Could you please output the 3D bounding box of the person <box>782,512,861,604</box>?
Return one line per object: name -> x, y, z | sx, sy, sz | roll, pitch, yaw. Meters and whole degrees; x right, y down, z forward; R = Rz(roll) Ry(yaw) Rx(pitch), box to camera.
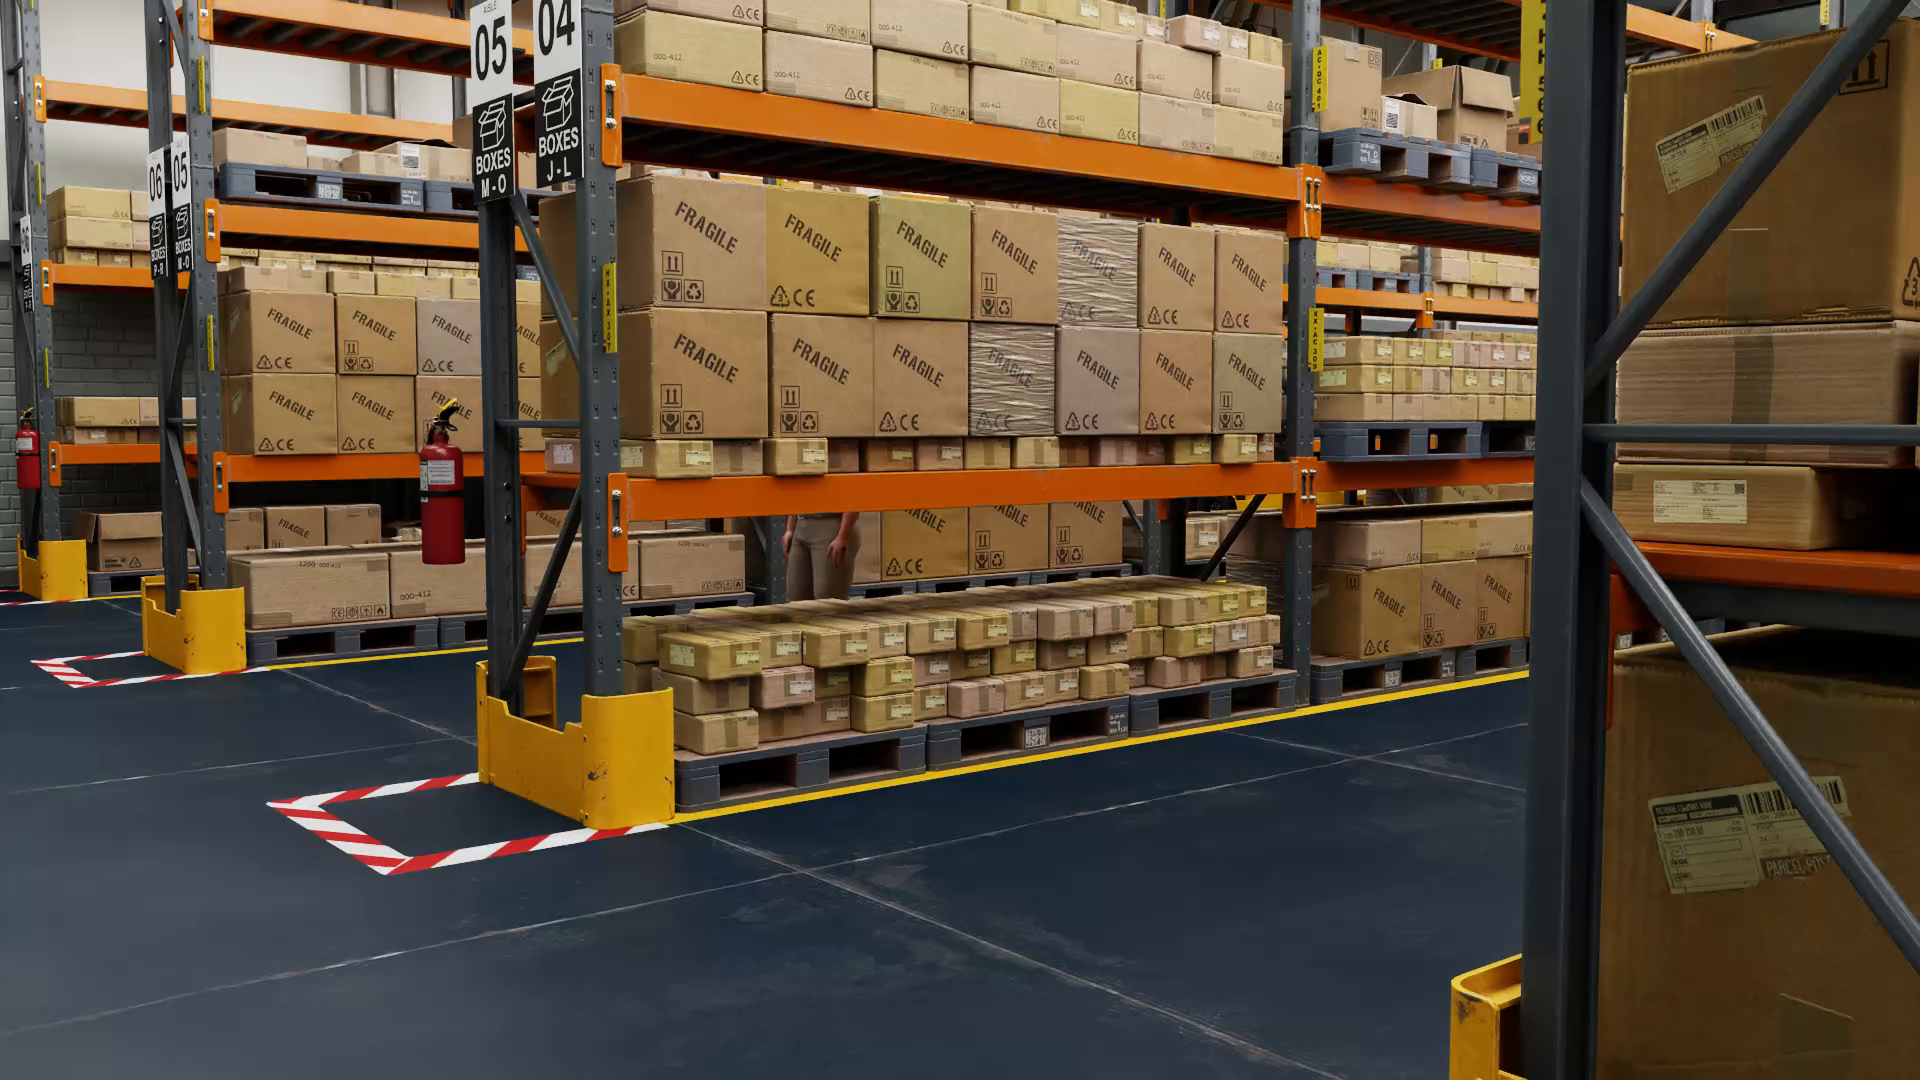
person -> -0.777, -0.010, 9.212 | 0.398, 1.727, 0.587 | -3, 5, -39
